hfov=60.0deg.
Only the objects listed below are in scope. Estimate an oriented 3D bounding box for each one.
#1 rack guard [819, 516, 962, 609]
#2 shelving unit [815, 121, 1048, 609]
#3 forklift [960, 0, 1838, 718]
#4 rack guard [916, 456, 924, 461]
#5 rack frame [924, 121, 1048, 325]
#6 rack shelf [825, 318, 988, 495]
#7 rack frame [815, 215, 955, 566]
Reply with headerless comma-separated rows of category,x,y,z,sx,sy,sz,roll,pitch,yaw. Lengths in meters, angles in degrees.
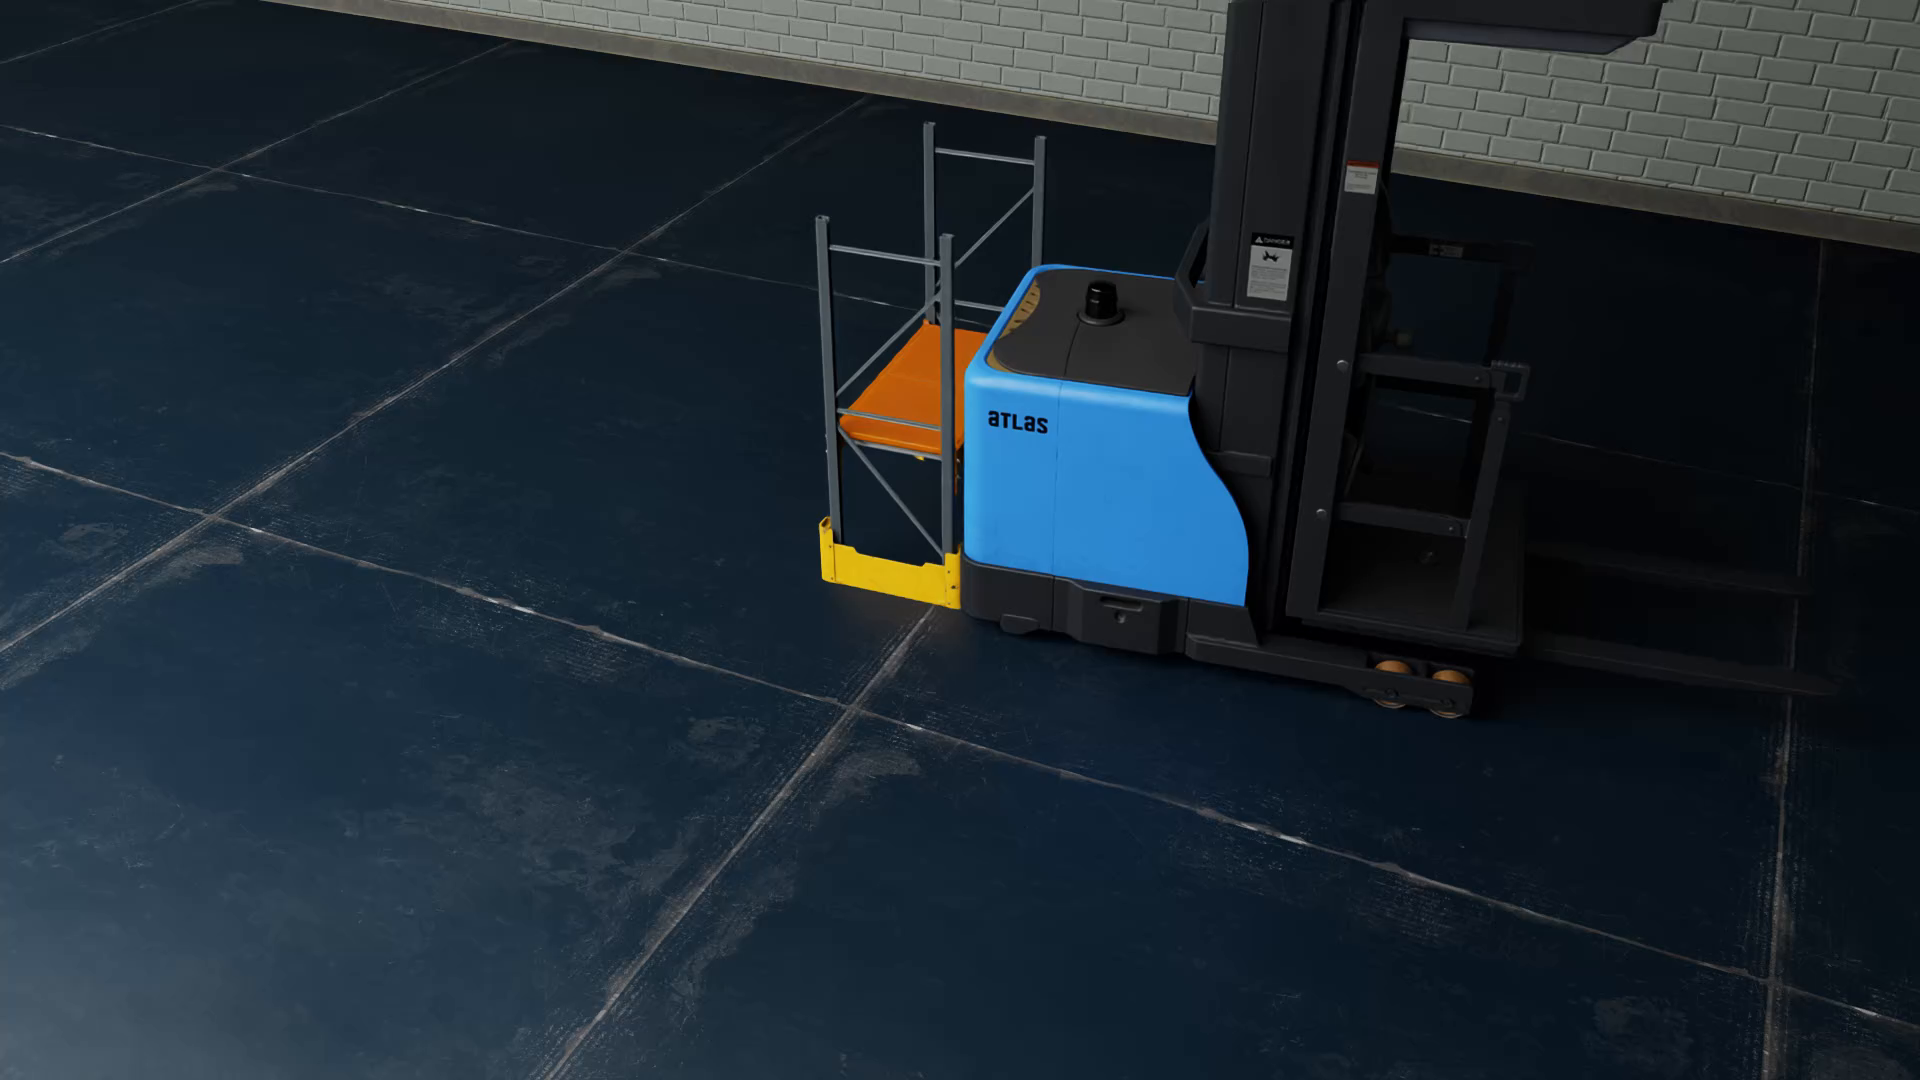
rack guard,-0.257,0.086,6.390,0.587,0.250,0.087,12,35,17
shelving unit,-0.083,-0.692,6.438,0.587,1.500,1.083,12,35,17
forklift,1.575,-0.931,5.497,3.031,2.935,1.130,9,34,14
rack guard,0.090,-0.426,7.171,0.587,0.250,0.087,12,35,17
rack frame,0.097,-0.958,6.844,0.500,1.500,0.032,12,35,17
rack shelf,-0.080,-0.546,6.544,0.538,0.185,1.000,12,35,17
rack frame,-0.257,-0.436,6.046,0.500,1.500,0.032,12,35,17
